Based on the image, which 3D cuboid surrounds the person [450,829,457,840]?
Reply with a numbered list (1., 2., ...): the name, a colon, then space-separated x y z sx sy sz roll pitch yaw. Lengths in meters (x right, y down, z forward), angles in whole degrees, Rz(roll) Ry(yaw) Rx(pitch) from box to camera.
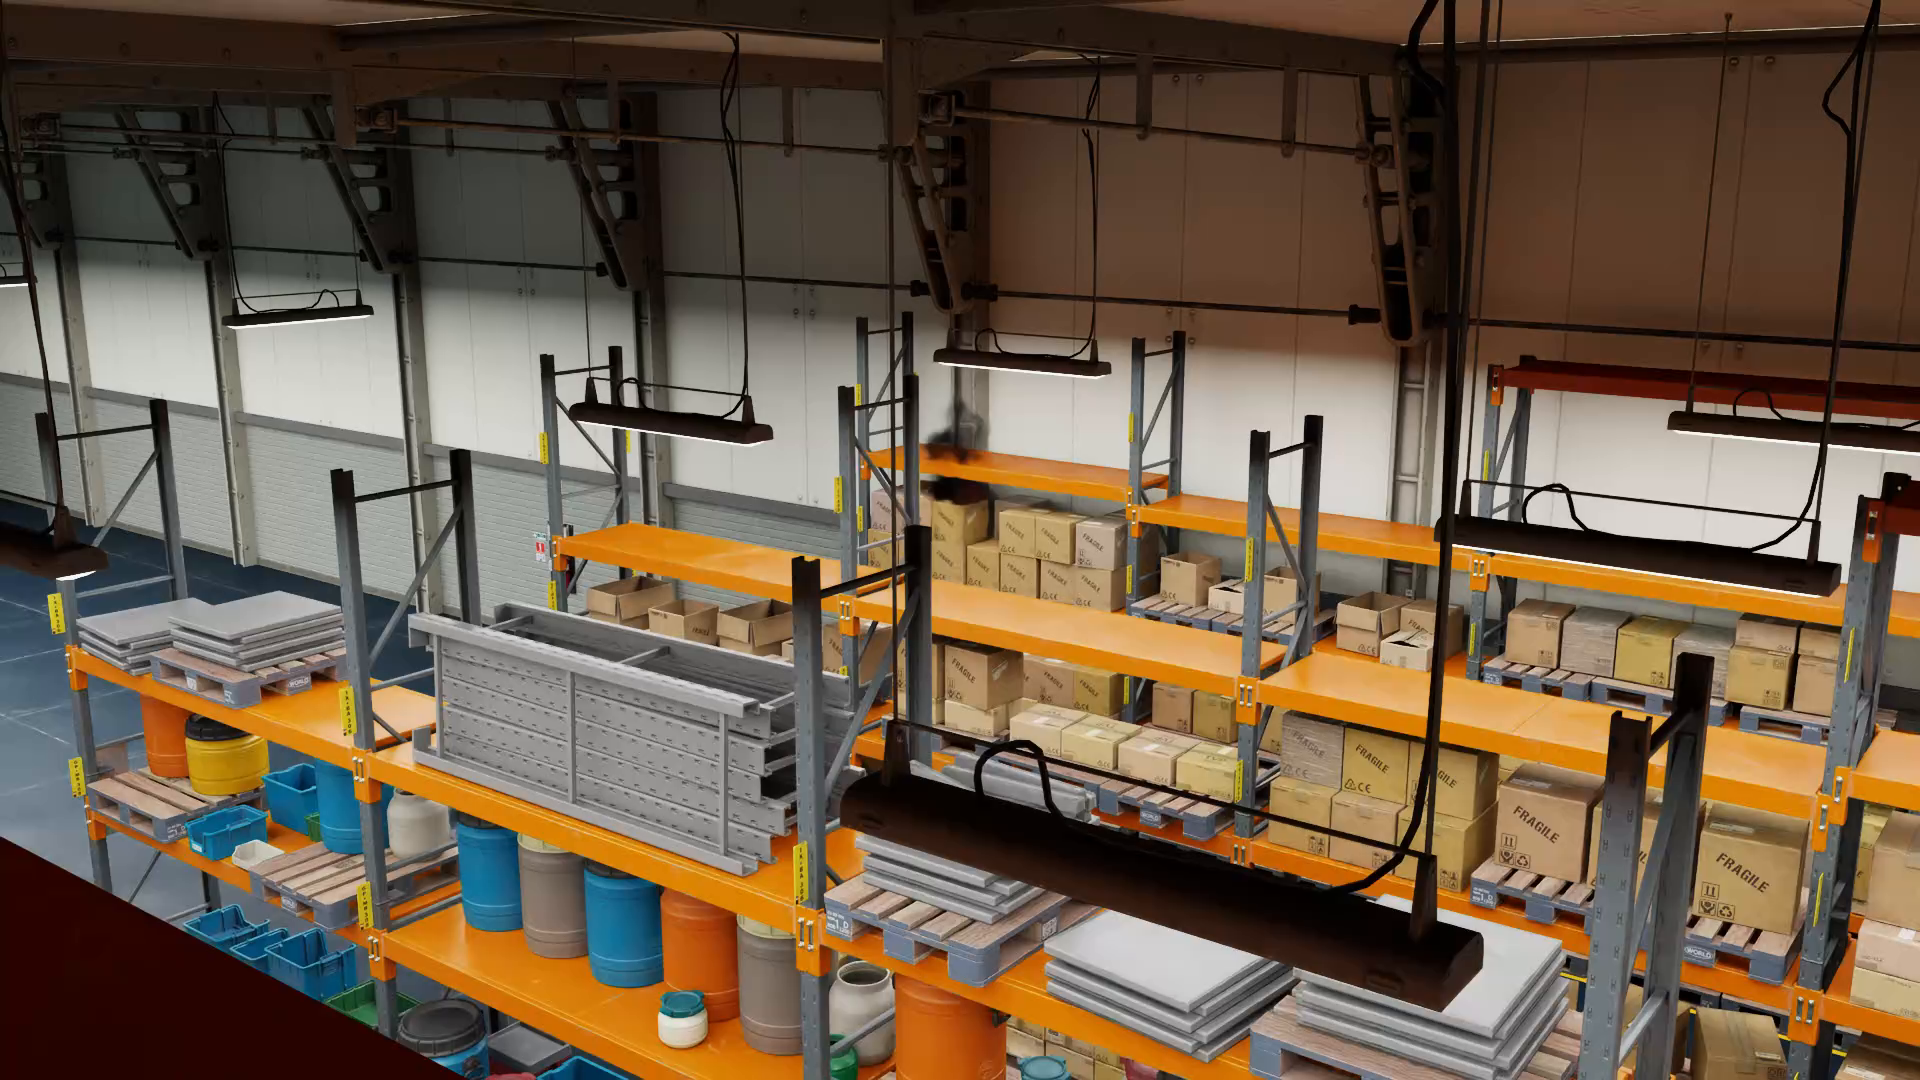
1. person: -5.957 2.900 18.948 0.611 1.743 0.698 -5 14 -21
